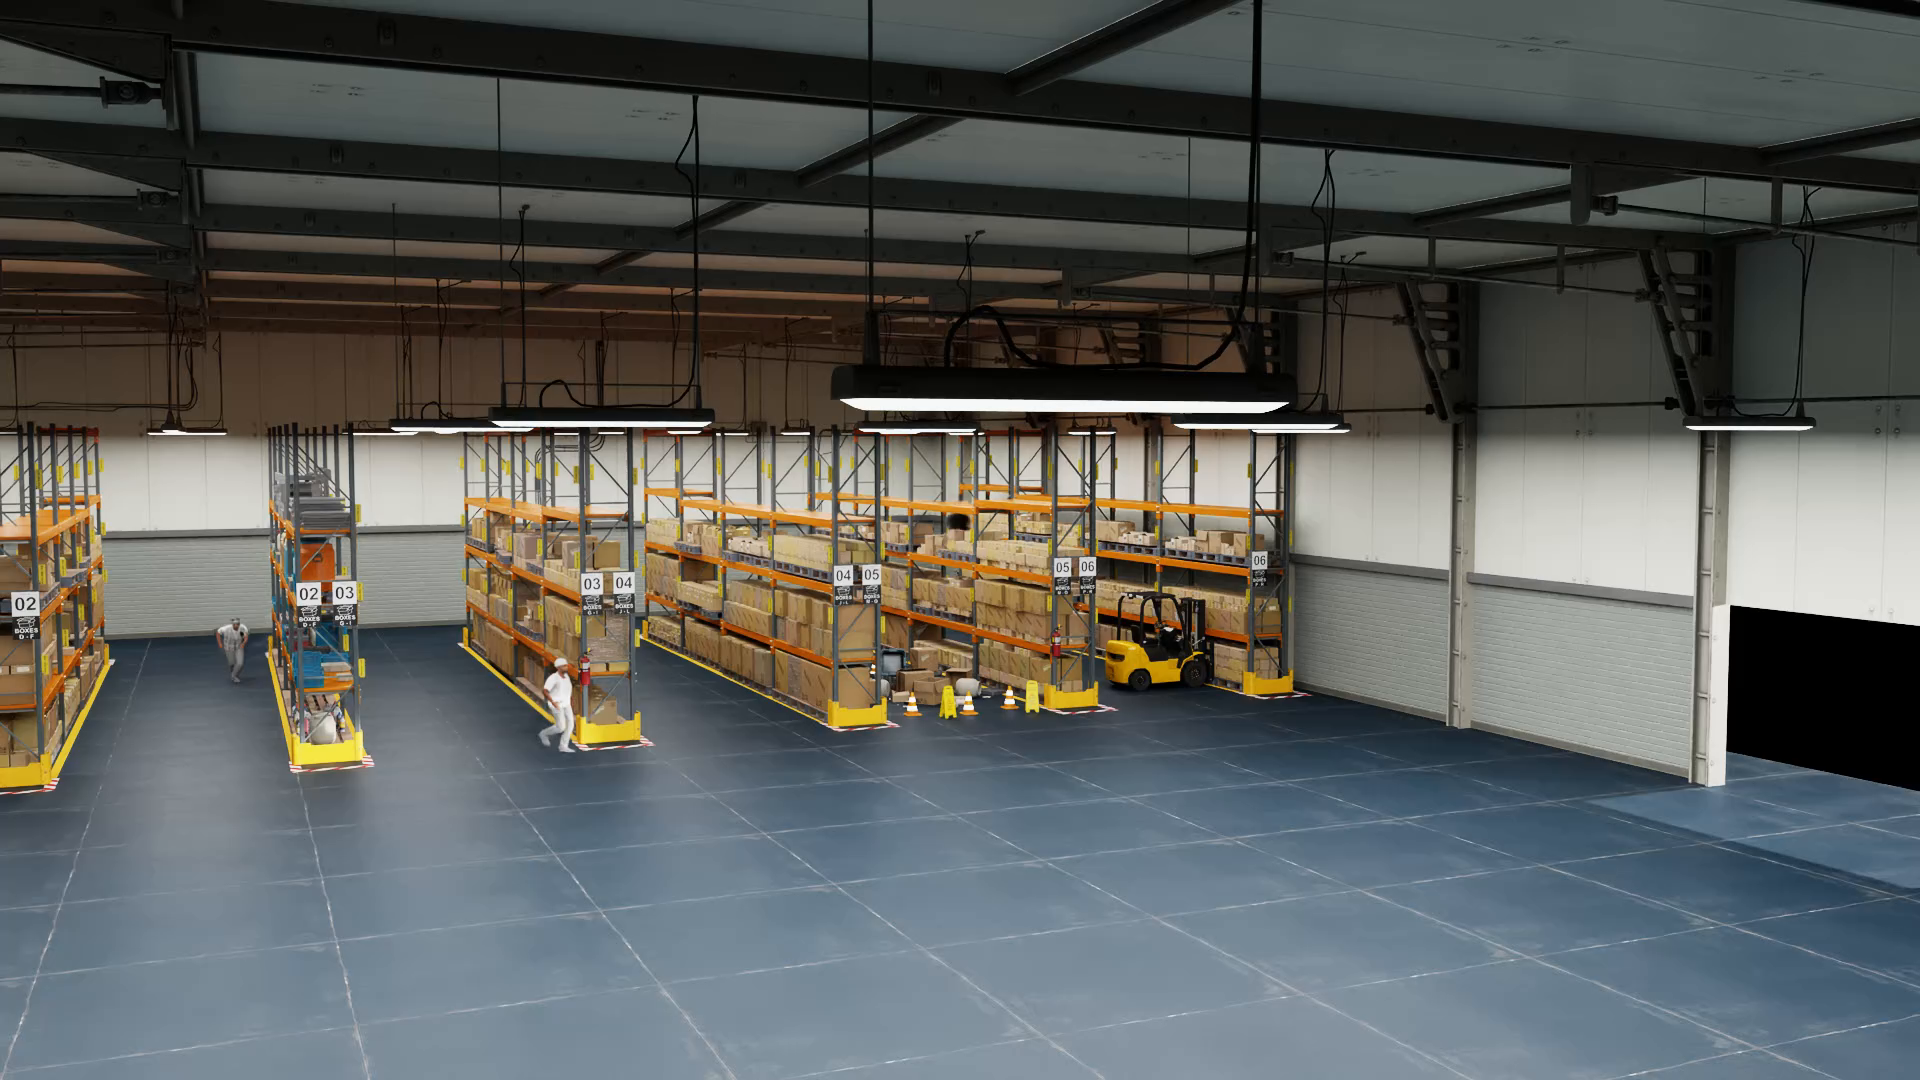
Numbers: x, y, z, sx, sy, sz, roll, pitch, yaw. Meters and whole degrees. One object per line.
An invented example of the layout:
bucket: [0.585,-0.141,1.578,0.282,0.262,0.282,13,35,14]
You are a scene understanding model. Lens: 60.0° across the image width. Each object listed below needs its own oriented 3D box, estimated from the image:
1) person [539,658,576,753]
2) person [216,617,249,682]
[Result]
person: [-7.343,3.012,30.339,0.706,1.729,0.724,2,4,24]
person: [-17.080,2.570,39.041,0.689,1.565,0.861,-2,4,-31]
